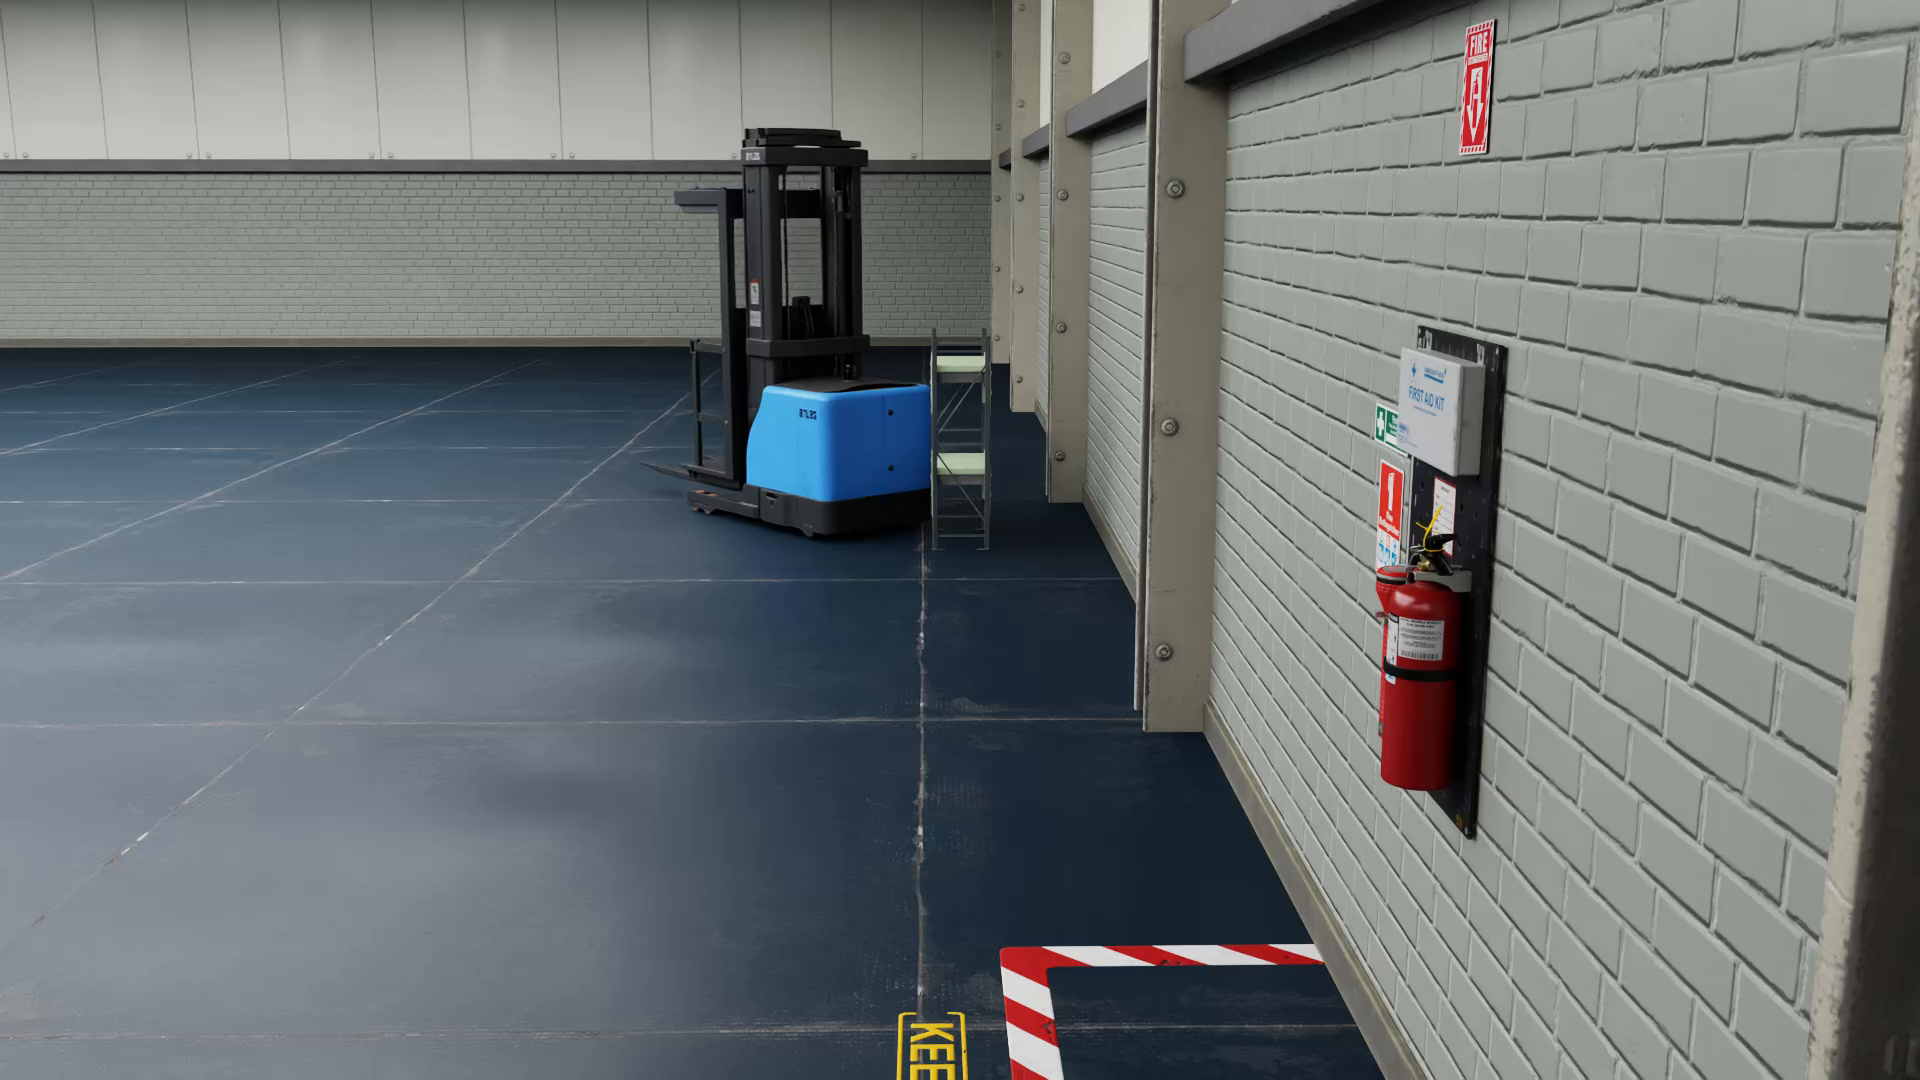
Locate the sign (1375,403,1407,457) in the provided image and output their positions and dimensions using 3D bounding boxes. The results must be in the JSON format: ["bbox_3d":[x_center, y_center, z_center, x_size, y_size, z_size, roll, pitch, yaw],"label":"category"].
[{"bbox_3d":[1.196,-0.308,4.611,0.001,0.109,0.331,0,11,-1],"label":"sign"}]

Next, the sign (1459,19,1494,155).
[{"bbox_3d":[1.213,-1.060,3.908,0.001,0.298,0.199,0,11,-1],"label":"sign"}]

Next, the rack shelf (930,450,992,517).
[{"bbox_3d":[0.001,-0.417,11.980,0.431,0.370,0.720,0,11,-1],"label":"rack shelf"}]

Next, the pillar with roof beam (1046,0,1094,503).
[{"bbox_3d":[-3.426,-4.738,12.780,9.100,9.000,0.400,0,11,-1],"label":"pillar with roof beam"}]

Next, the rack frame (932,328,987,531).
[{"bbox_3d":[-0.006,-0.809,12.274,0.400,1.500,0.023,0,11,-1],"label":"rack frame"}]

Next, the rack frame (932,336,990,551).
[{"bbox_3d":[0.008,-0.664,11.556,0.400,1.500,0.023,0,11,-1],"label":"rack frame"}]

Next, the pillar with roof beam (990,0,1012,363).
[{"bbox_3d":[-3.674,-7.123,24.538,9.100,9.000,0.400,0,11,-1],"label":"pillar with roof beam"}]

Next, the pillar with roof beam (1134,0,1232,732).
[{"bbox_3d":[-3.302,-3.545,6.901,9.100,9.000,0.400,0,11,-1],"label":"pillar with roof beam"}]

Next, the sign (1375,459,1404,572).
[{"bbox_3d":[1.205,-0.049,4.669,0.001,0.329,0.234,0,11,-1],"label":"sign"}]

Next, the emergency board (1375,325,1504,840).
[{"bbox_3d":[1.113,0.078,4.128,0.194,1.169,0.643,0,11,-1],"label":"emergency board"}]

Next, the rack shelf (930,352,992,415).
[{"bbox_3d":[0.001,-1.119,11.838,0.431,0.370,0.720,0,11,-1],"label":"rack shelf"}]

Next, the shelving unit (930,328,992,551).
[{"bbox_3d":[0.001,-0.736,11.915,0.431,1.500,0.755,0,11,-1],"label":"shelving unit"}]

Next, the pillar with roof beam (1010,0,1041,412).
[{"bbox_3d":[-3.550,-5.931,18.659,9.100,9.000,0.400,0,11,-1],"label":"pillar with roof beam"}]

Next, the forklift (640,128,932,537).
[{"bbox_3d":[-1.514,-1.693,13.033,1.130,2.935,3.031,-9,15,-39],"label":"forklift"}]
